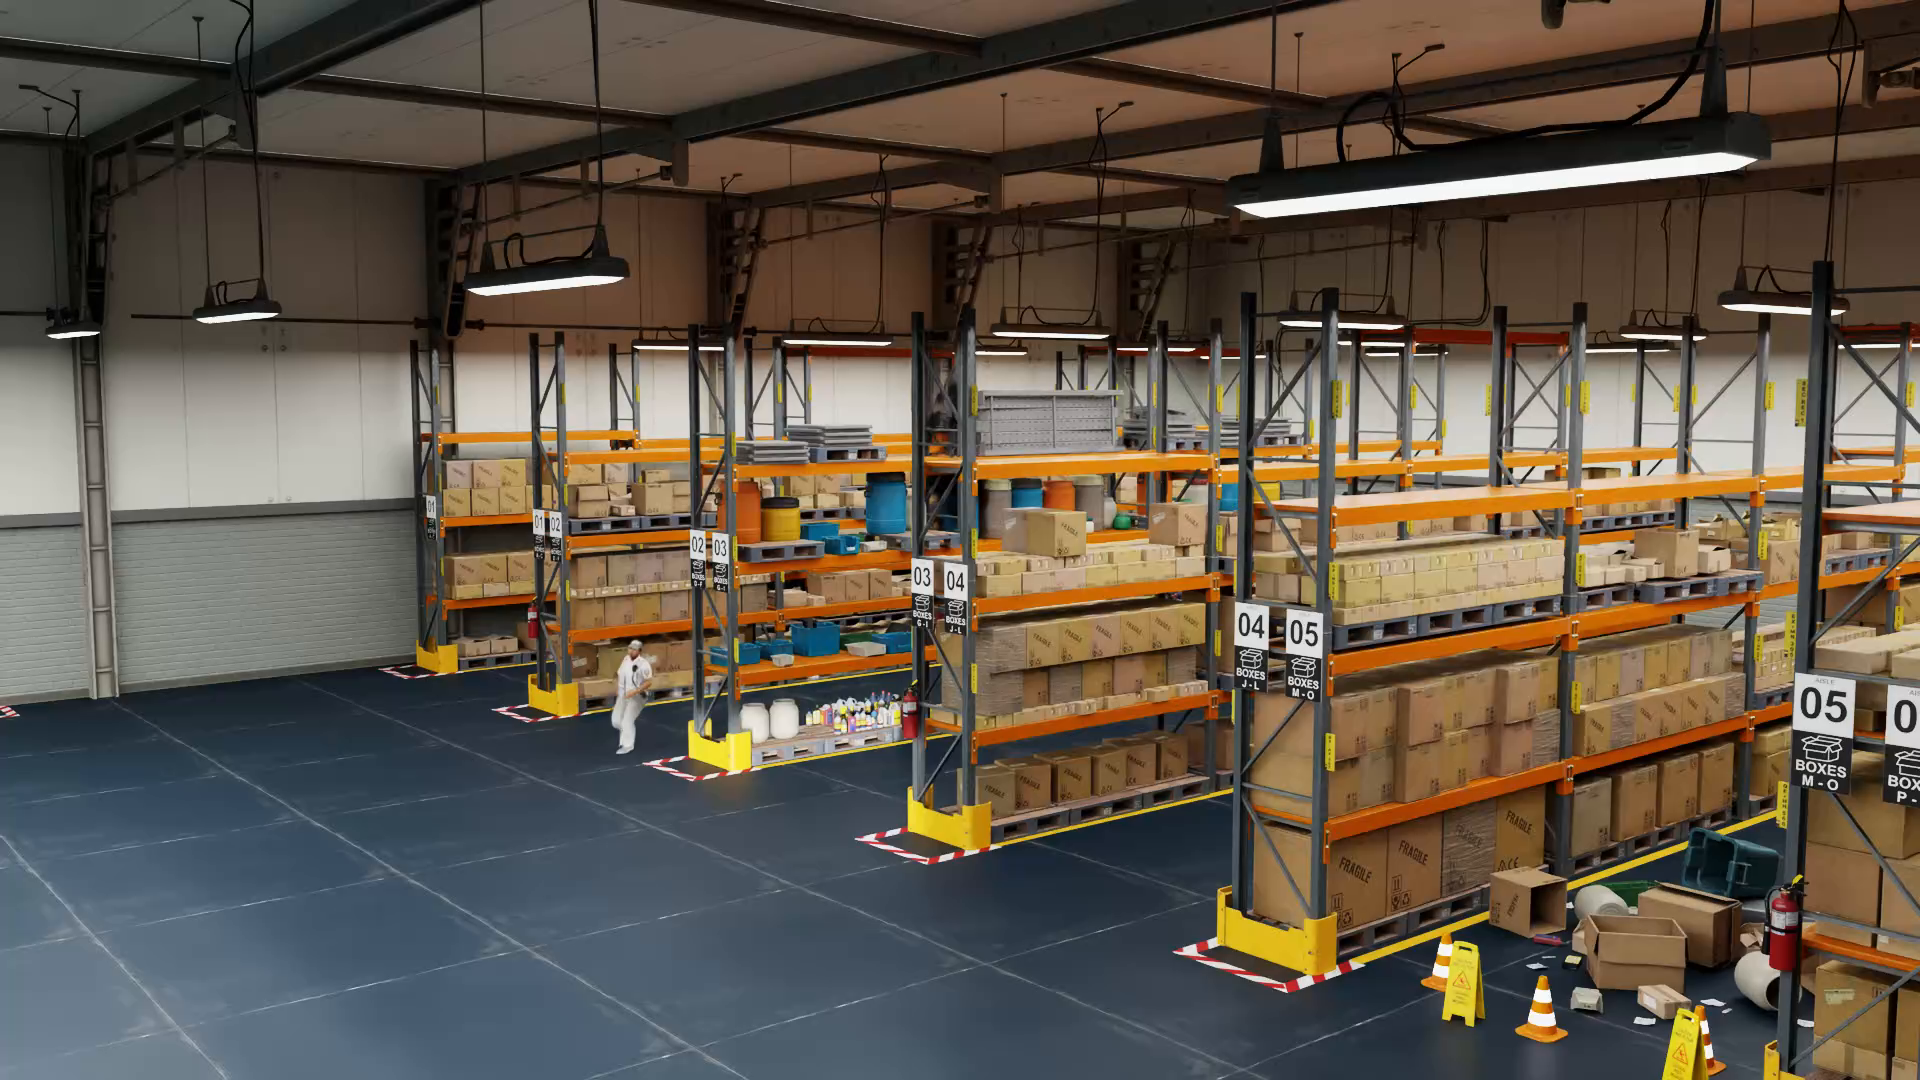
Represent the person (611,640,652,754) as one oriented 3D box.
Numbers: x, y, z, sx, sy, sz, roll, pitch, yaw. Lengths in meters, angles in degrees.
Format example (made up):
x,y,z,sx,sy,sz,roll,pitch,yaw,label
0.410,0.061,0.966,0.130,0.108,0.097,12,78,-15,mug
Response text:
x,y,z,sx,sy,sz,roll,pitch,yaw,label
-4.620,2.211,23.413,0.640,1.630,0.501,2,6,24,person
